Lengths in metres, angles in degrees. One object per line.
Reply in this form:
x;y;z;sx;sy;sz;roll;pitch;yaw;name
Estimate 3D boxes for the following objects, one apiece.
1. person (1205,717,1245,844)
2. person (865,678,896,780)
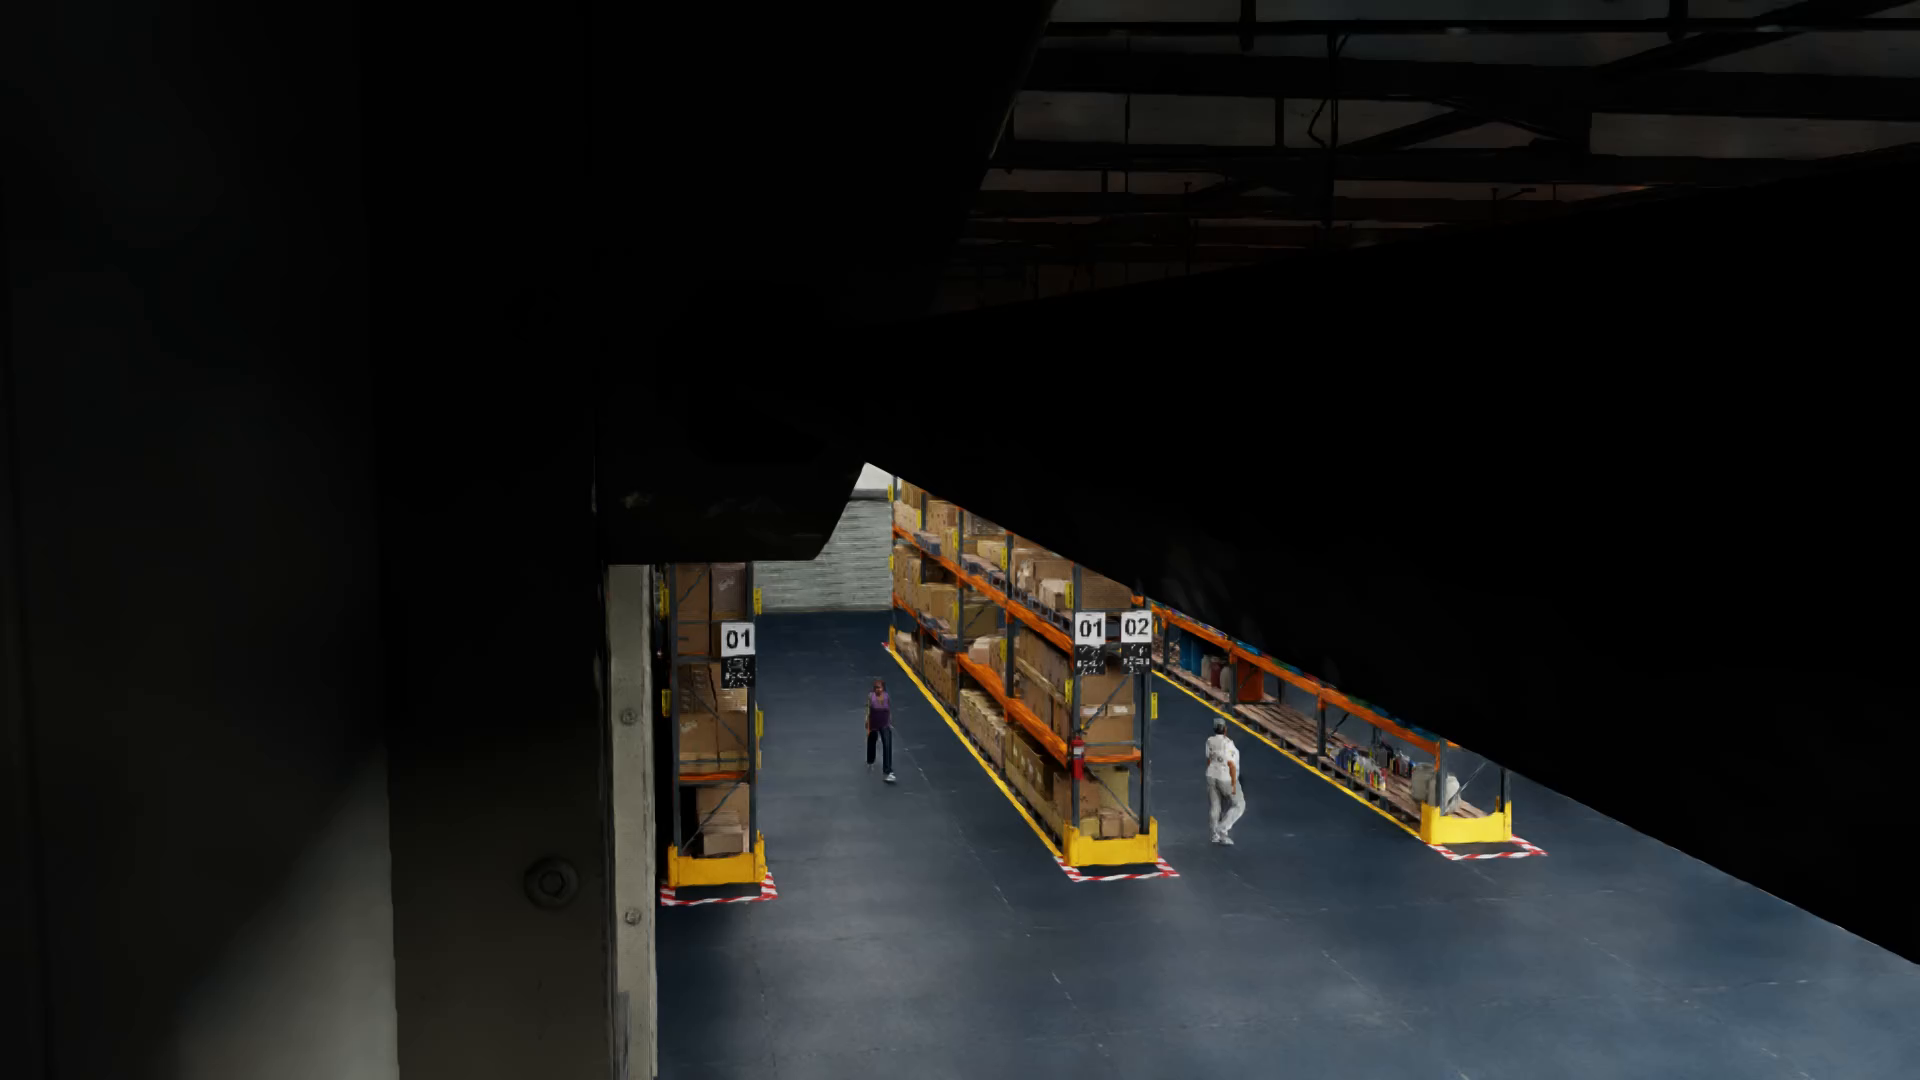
3.435;3.159;21.772;0.441;1.655;0.538;-5;8;-38;person
-1.244;2.832;25.263;0.419;1.514;1.038;-1;6;-13;person
